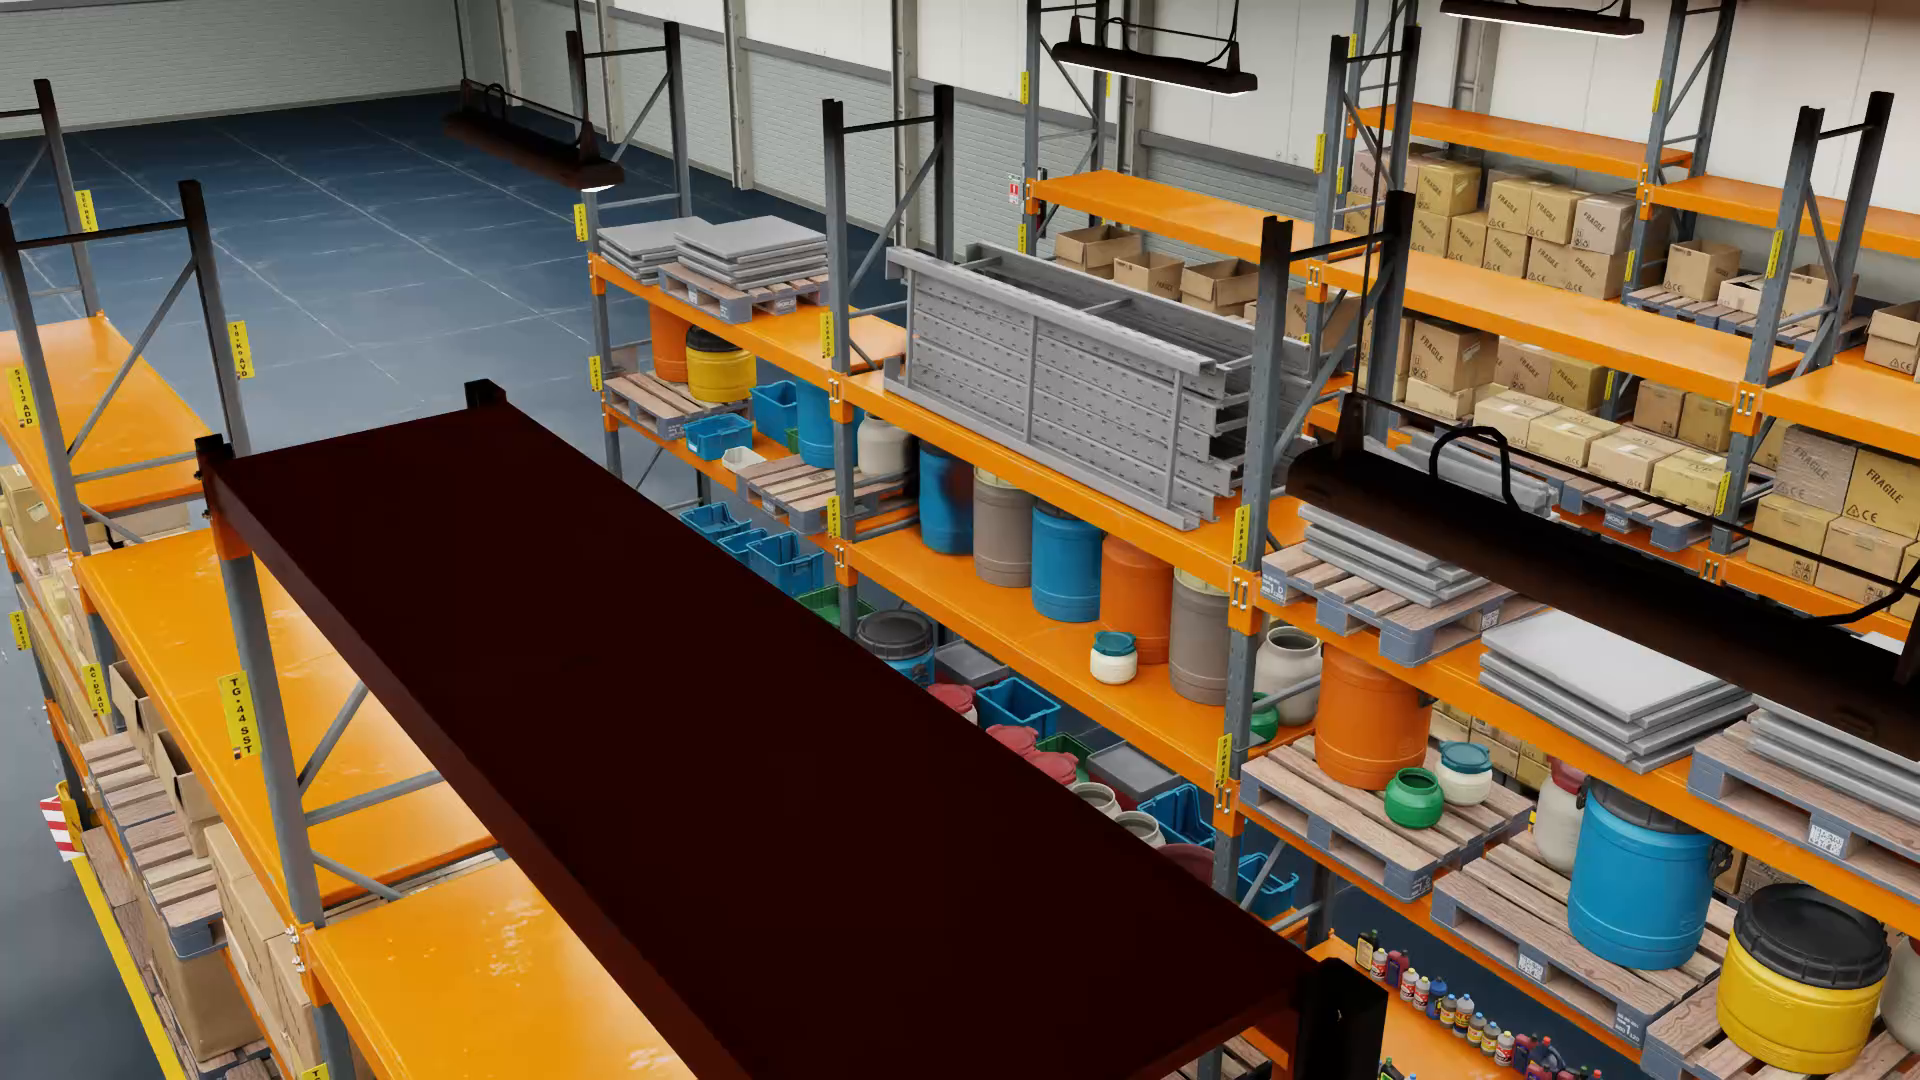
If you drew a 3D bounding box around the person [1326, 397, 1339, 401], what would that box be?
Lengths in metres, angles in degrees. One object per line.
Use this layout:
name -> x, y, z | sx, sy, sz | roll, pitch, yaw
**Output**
person -> 4.203, -0.805, 18.727 | 0.503, 1.755, 0.662 | -11, 27, -22
